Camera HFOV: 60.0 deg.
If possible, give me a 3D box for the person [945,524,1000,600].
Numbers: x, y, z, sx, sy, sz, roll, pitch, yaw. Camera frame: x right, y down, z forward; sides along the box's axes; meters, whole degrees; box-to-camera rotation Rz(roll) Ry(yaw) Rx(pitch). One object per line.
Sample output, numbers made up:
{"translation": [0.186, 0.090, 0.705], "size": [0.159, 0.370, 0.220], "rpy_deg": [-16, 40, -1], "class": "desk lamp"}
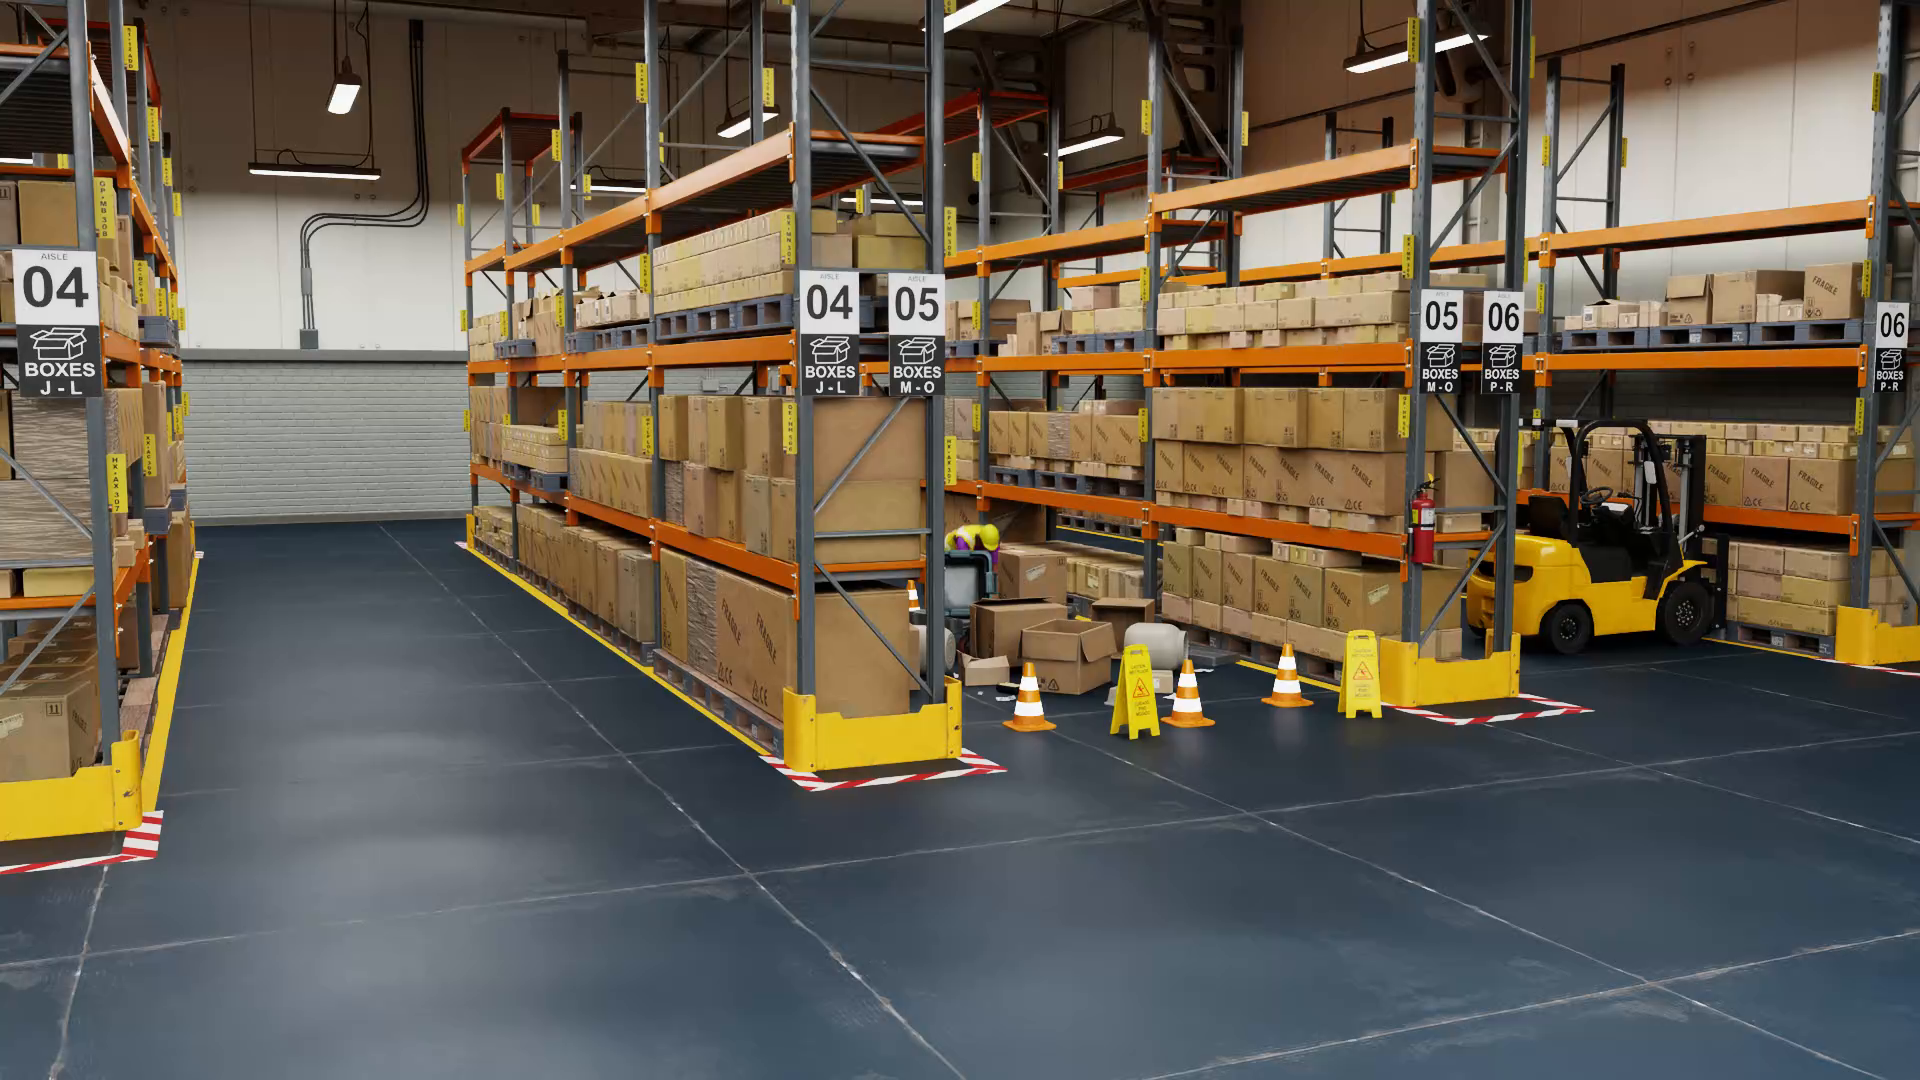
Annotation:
{"translation": [0.146, 0.301, 17.983], "size": [0.526, 1.011, 0.956], "rpy_deg": [-3, 6, -26], "class": "person"}
